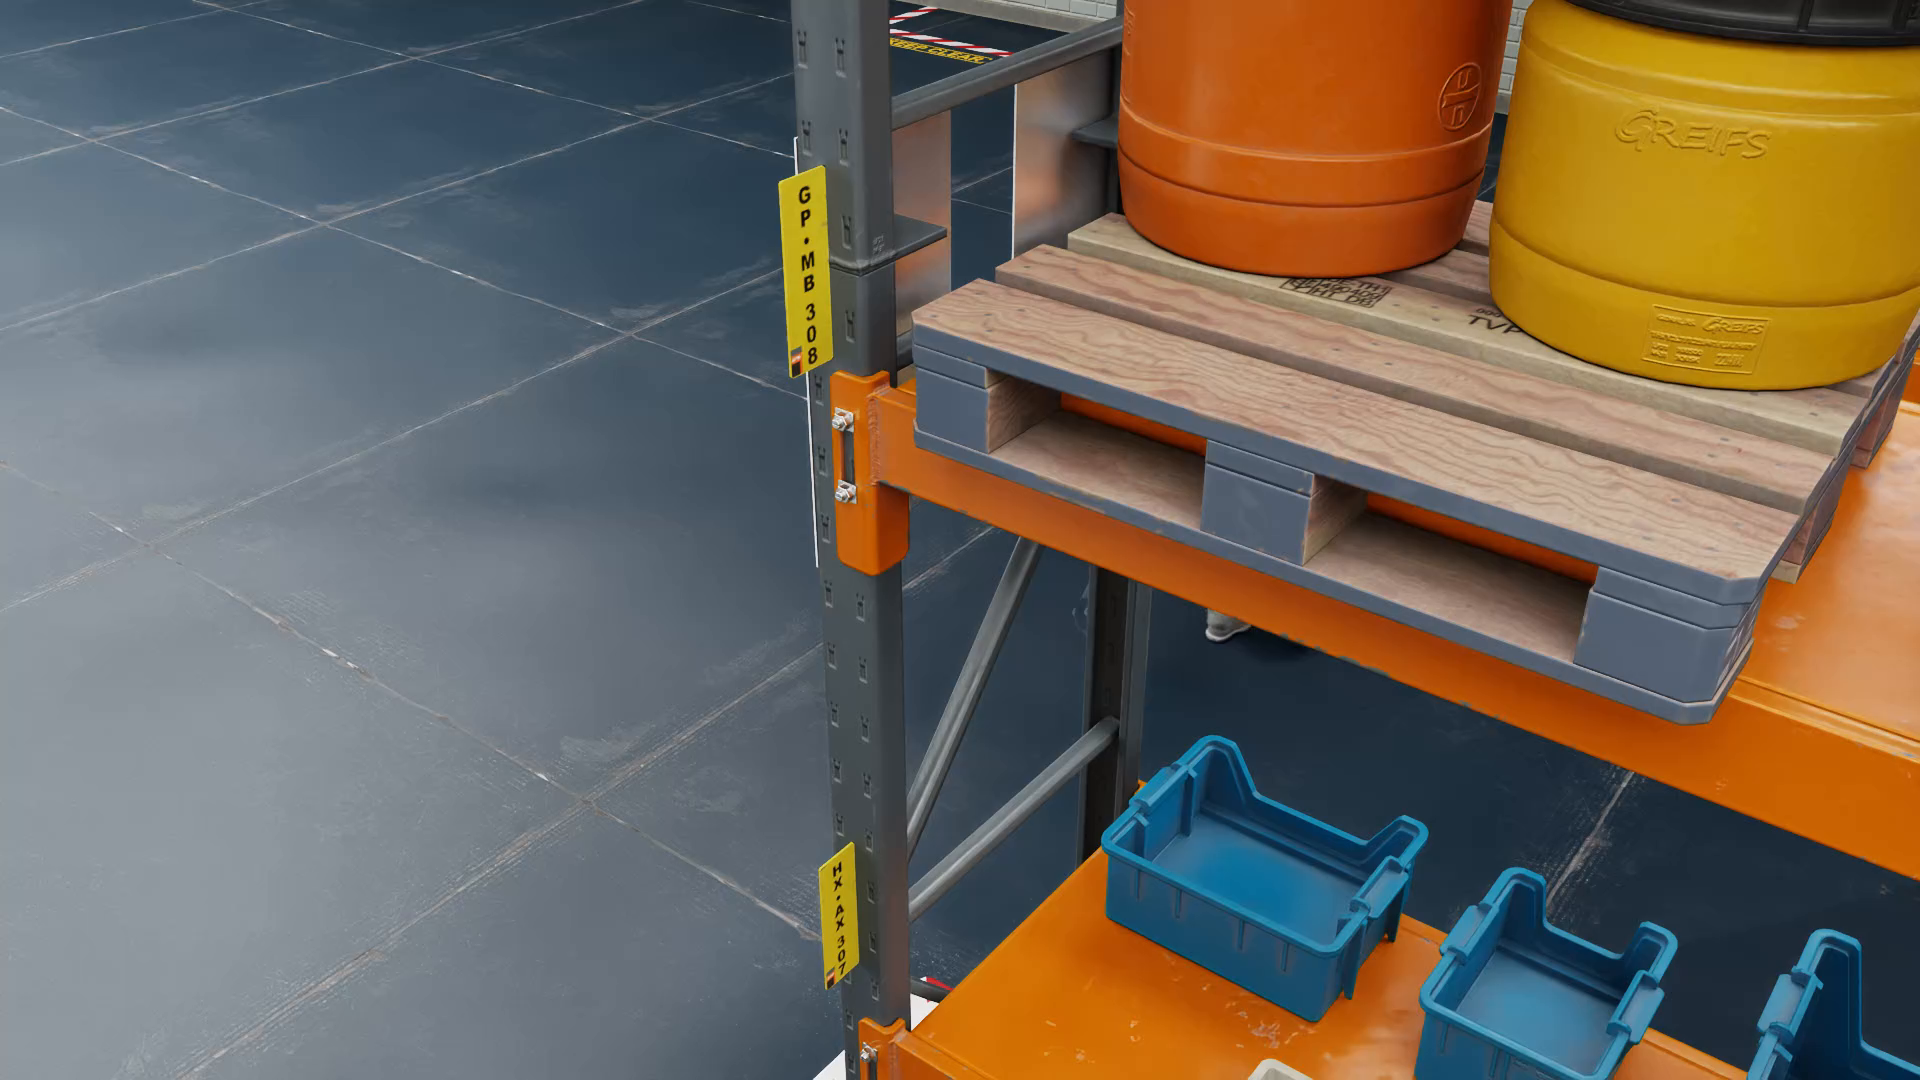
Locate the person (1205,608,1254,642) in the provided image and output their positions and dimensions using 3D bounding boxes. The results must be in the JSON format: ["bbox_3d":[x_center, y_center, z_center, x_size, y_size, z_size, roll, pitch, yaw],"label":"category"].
[{"bbox_3d":[1.284,-0.328,6.658,0.506,1.662,0.525,22,37,32],"label":"person"}]
